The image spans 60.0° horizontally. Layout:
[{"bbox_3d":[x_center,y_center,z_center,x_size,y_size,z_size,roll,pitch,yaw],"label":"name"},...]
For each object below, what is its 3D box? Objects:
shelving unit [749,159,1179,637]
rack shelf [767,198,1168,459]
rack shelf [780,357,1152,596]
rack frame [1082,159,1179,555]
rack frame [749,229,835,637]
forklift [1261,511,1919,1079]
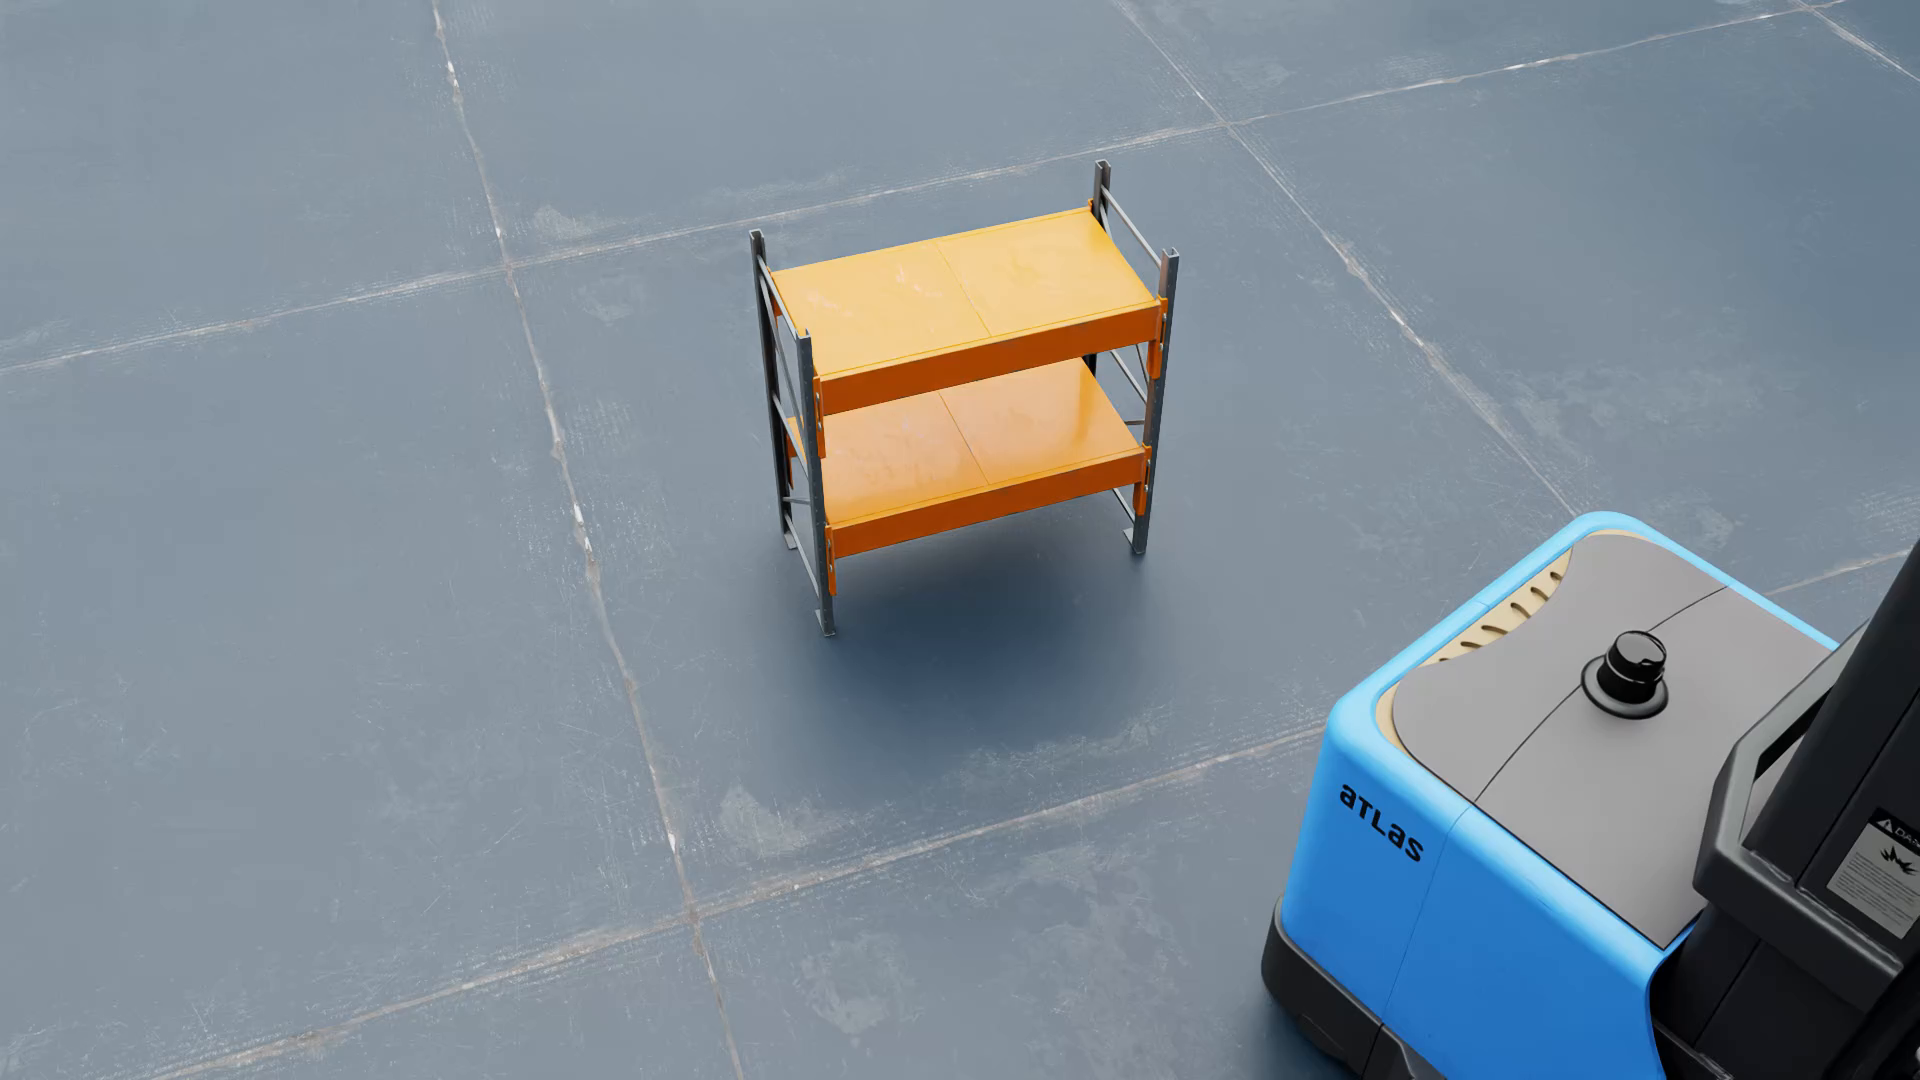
[{"bbox_3d":[0.006,-0.399,4.853,1.048,1.125,0.538,-14,47,-14],"label":"shelving unit"},{"bbox_3d":[0.006,-0.605,4.646,1.000,0.278,0.538,-14,47,-14],"label":"rack shelf"},{"bbox_3d":[0.006,-0.226,5.026,1.000,0.278,0.538,-14,47,-14],"label":"rack shelf"},{"bbox_3d":[0.485,-0.521,4.975,0.032,1.125,0.500,-14,47,-14],"label":"rack frame"},{"bbox_3d":[-0.472,-0.276,4.731,0.032,1.125,0.500,-14,47,-14],"label":"rack frame"},{"bbox_3d":[2.076,0.648,2.535,1.130,2.935,3.031,-31,53,-27],"label":"forklift"}]
